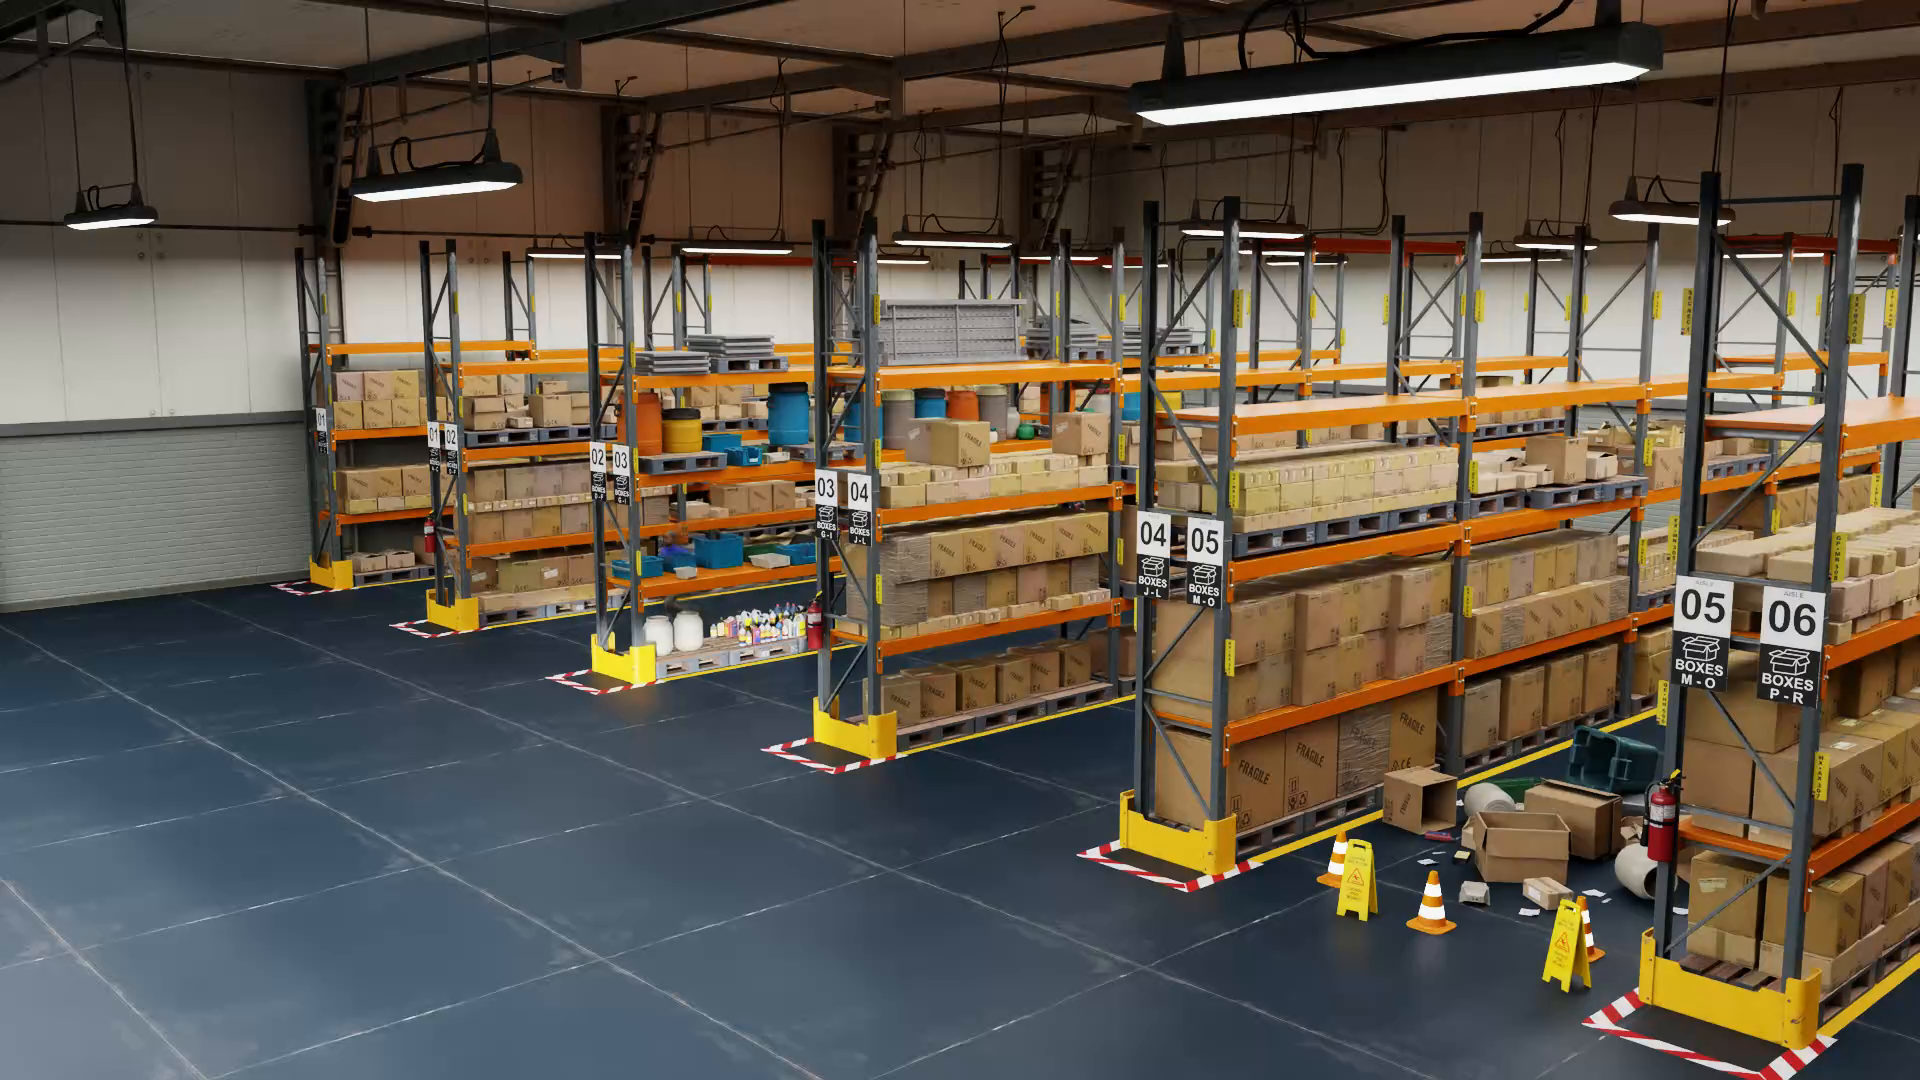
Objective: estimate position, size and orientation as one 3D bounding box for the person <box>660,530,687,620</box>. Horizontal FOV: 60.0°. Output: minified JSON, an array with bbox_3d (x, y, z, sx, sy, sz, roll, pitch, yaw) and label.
[{"bbox_3d":[-4.386,0.657,25.301,0.551,1.610,0.665,6,10,34],"label":"person"}]
